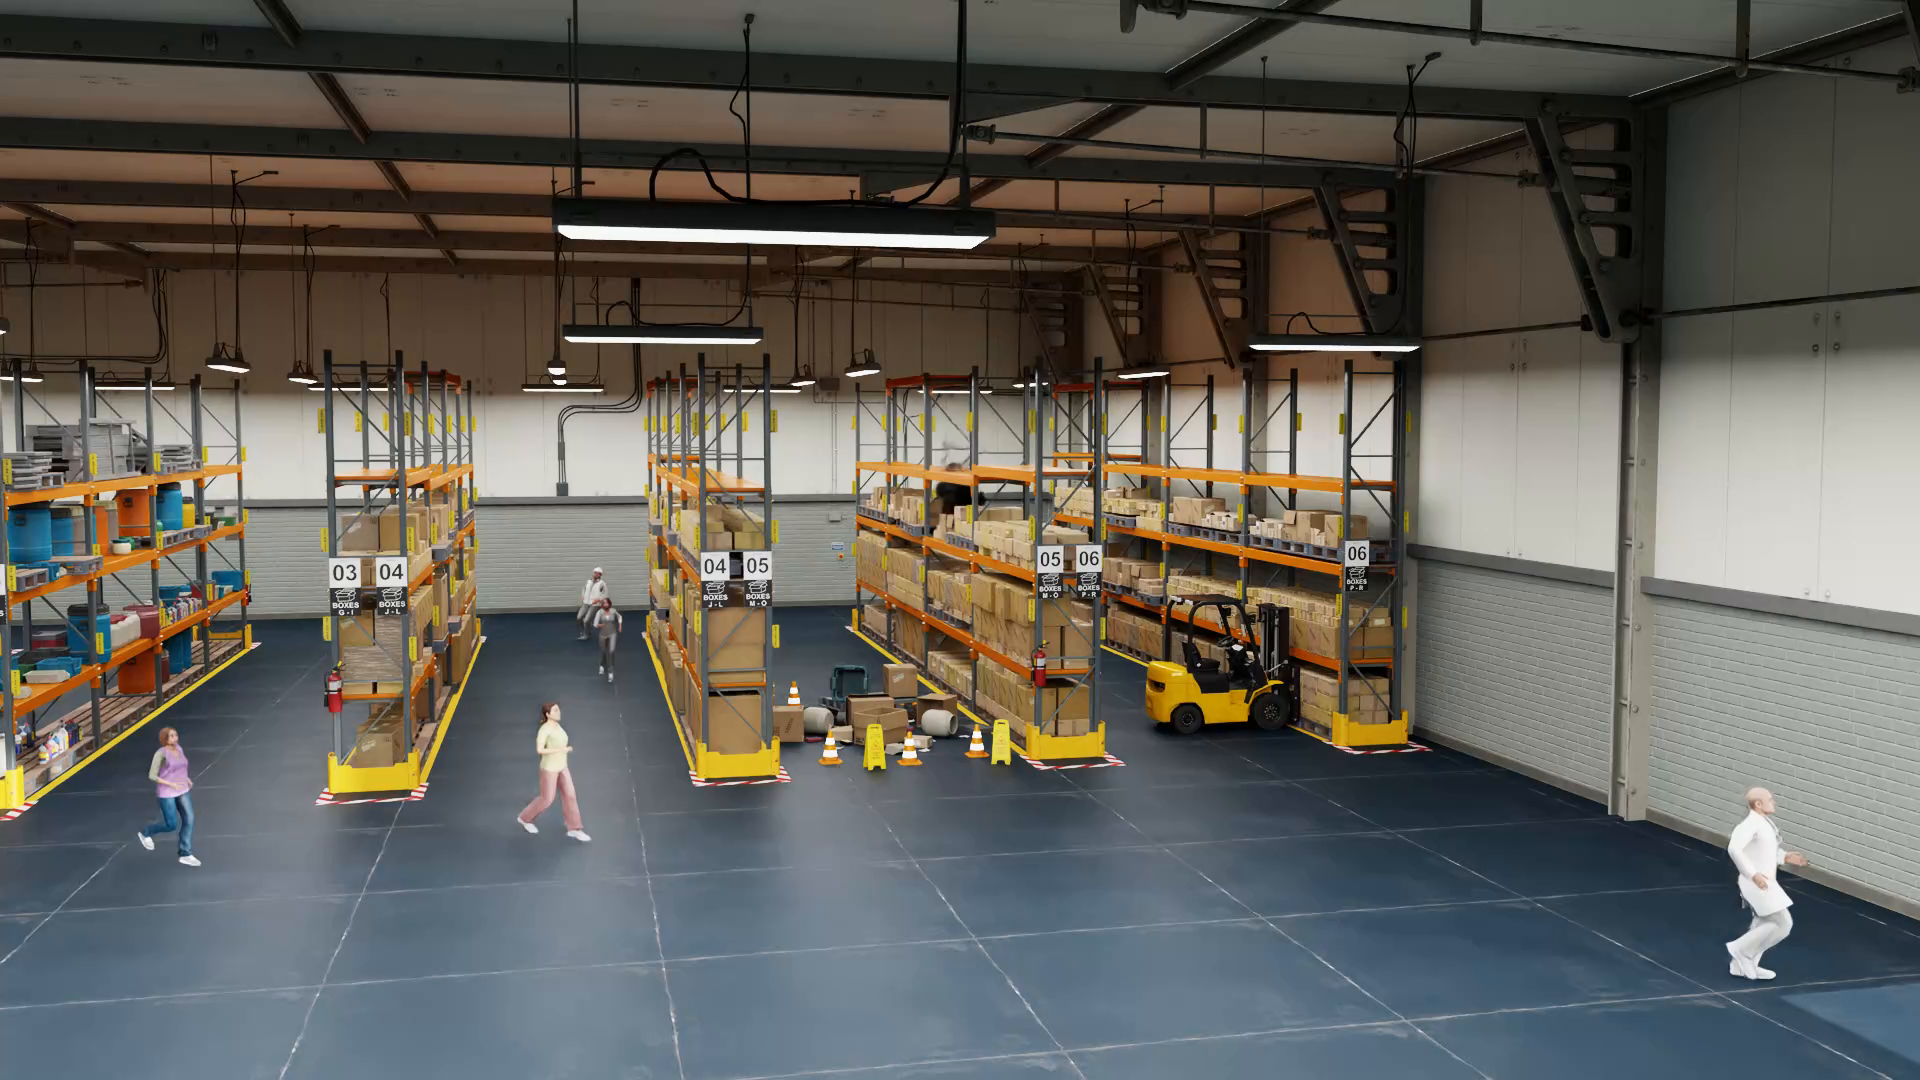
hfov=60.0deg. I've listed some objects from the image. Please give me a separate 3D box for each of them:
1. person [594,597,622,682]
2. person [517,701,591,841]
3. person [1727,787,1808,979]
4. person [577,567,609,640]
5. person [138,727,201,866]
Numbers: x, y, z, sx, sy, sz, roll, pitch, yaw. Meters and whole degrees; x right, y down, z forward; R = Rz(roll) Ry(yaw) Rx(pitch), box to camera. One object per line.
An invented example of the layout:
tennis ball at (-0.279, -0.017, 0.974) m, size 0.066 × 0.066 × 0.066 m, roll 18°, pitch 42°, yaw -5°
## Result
person at (-6.925, 1.929, 32.706) m, size 0.548 × 1.628 × 0.851 m, roll -1°, pitch 4°, yaw -12°
person at (-4.885, 2.761, 19.926) m, size 0.955 × 1.672 × 0.578 m, roll 1°, pitch 4°, yaw 19°
person at (7.244, 3.092, 14.920) m, size 0.620 × 1.736 × 0.718 m, roll 2°, pitch 5°, yaw 30°
person at (-8.548, 1.480, 38.534) m, size 0.732 × 1.691 × 0.541 m, roll 2°, pitch 4°, yaw 22°
person at (-9.004, 2.909, 18.964) m, size 0.805 × 1.584 × 0.552 m, roll 1°, pitch 4°, yaw 20°
